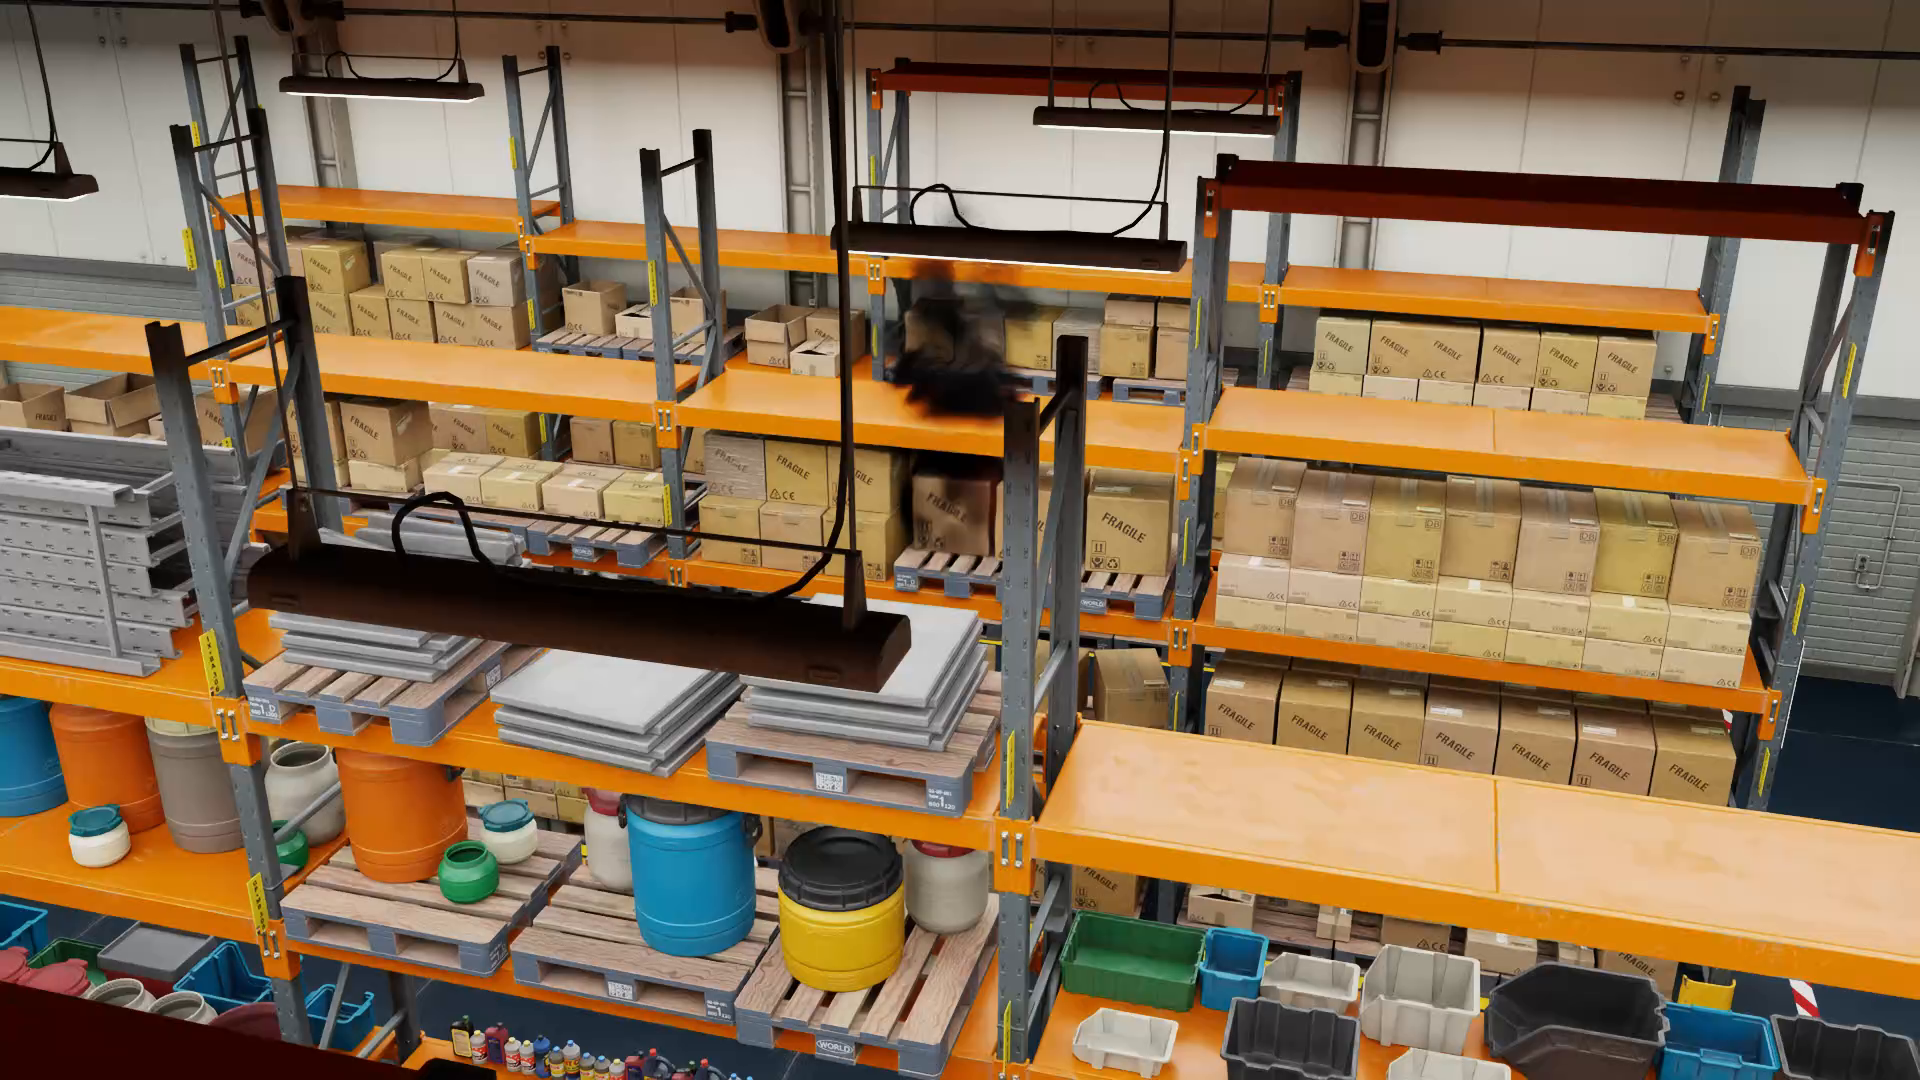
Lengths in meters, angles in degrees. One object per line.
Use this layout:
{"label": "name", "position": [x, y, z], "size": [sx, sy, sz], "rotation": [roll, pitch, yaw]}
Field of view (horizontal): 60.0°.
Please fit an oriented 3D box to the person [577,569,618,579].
{"label": "person", "position": [-3.645, 0.677, 16.854], "size": [0.676, 1.773, 0.669], "rotation": [5, 23, 12]}
